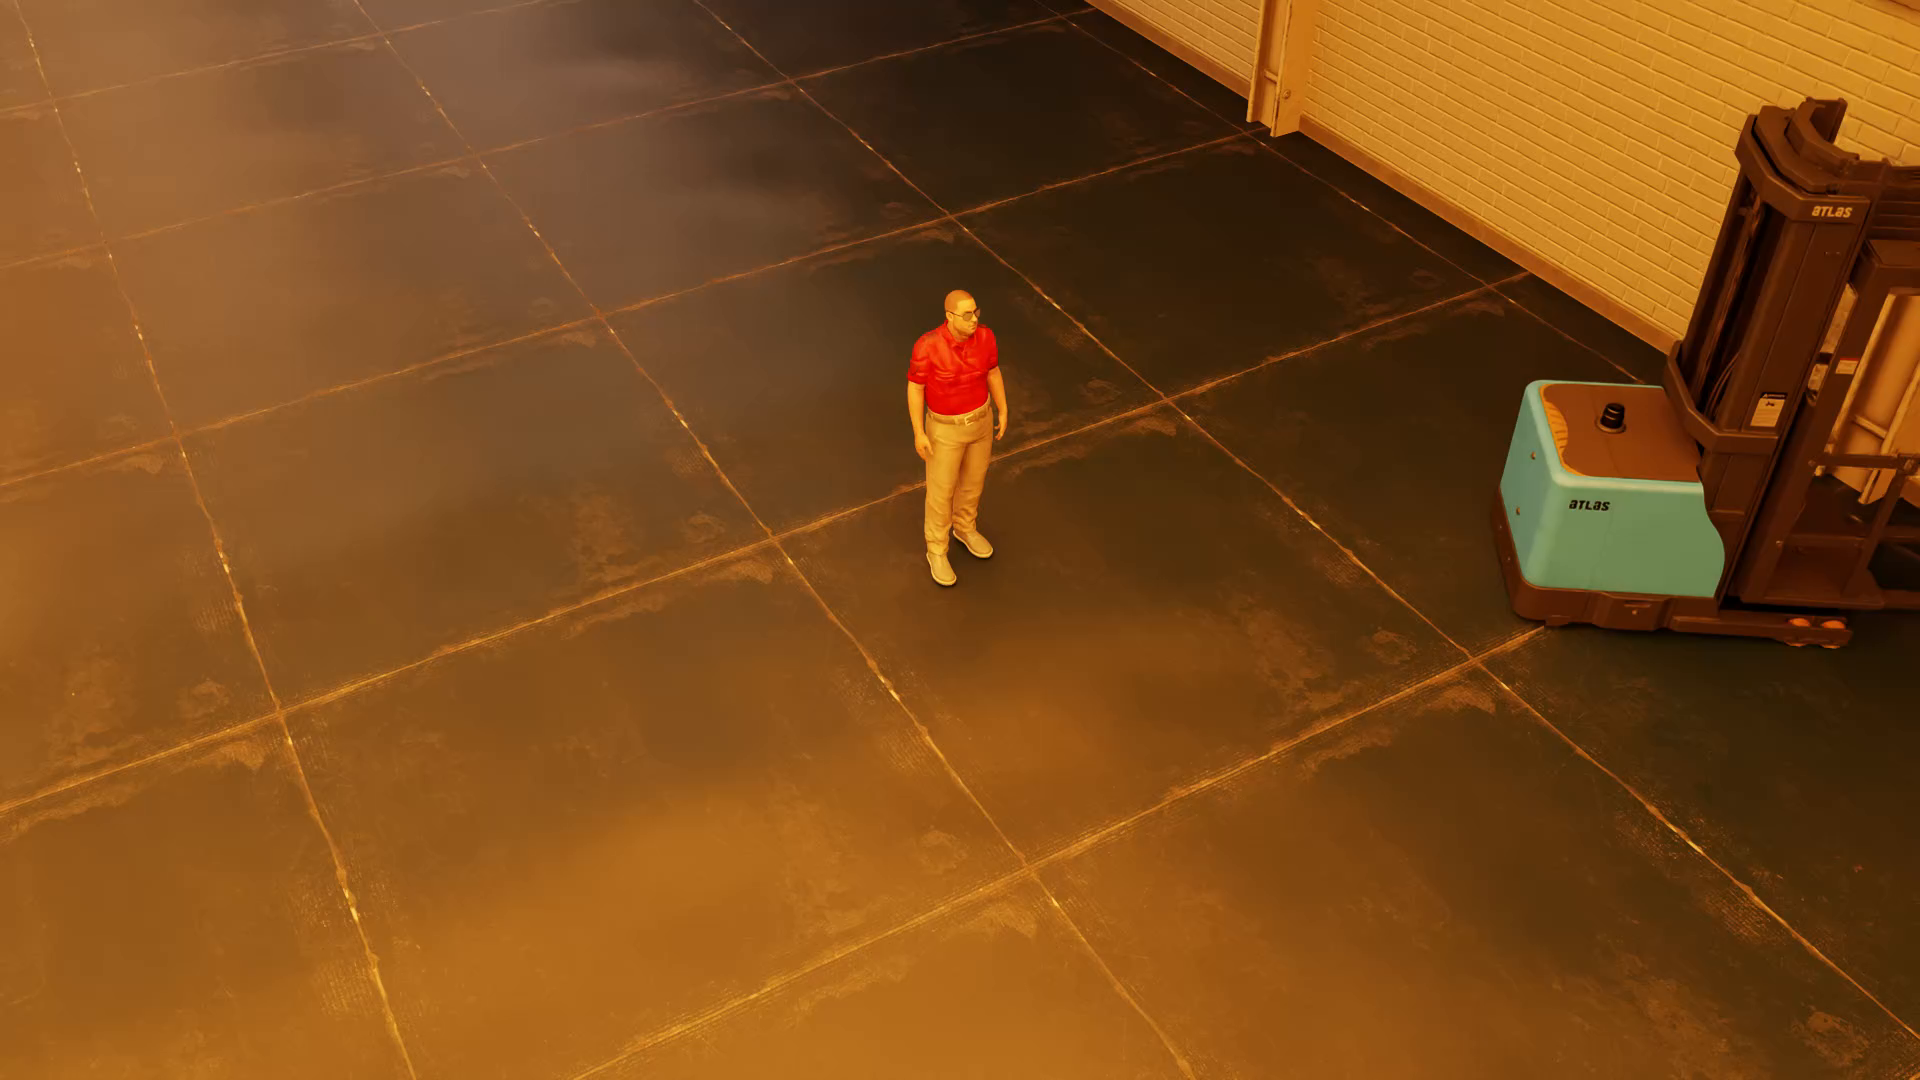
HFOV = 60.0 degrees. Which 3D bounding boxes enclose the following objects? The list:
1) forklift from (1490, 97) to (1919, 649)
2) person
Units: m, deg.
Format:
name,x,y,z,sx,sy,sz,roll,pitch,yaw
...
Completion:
name,x,y,z,sx,sy,sz,roll,pitch,yaw
forklift,4.781,-0.860,9.073,3.031,2.935,1.130,3,40,4
person,0.035,-0.618,9.711,0.642,1.727,0.550,-20,44,-23
